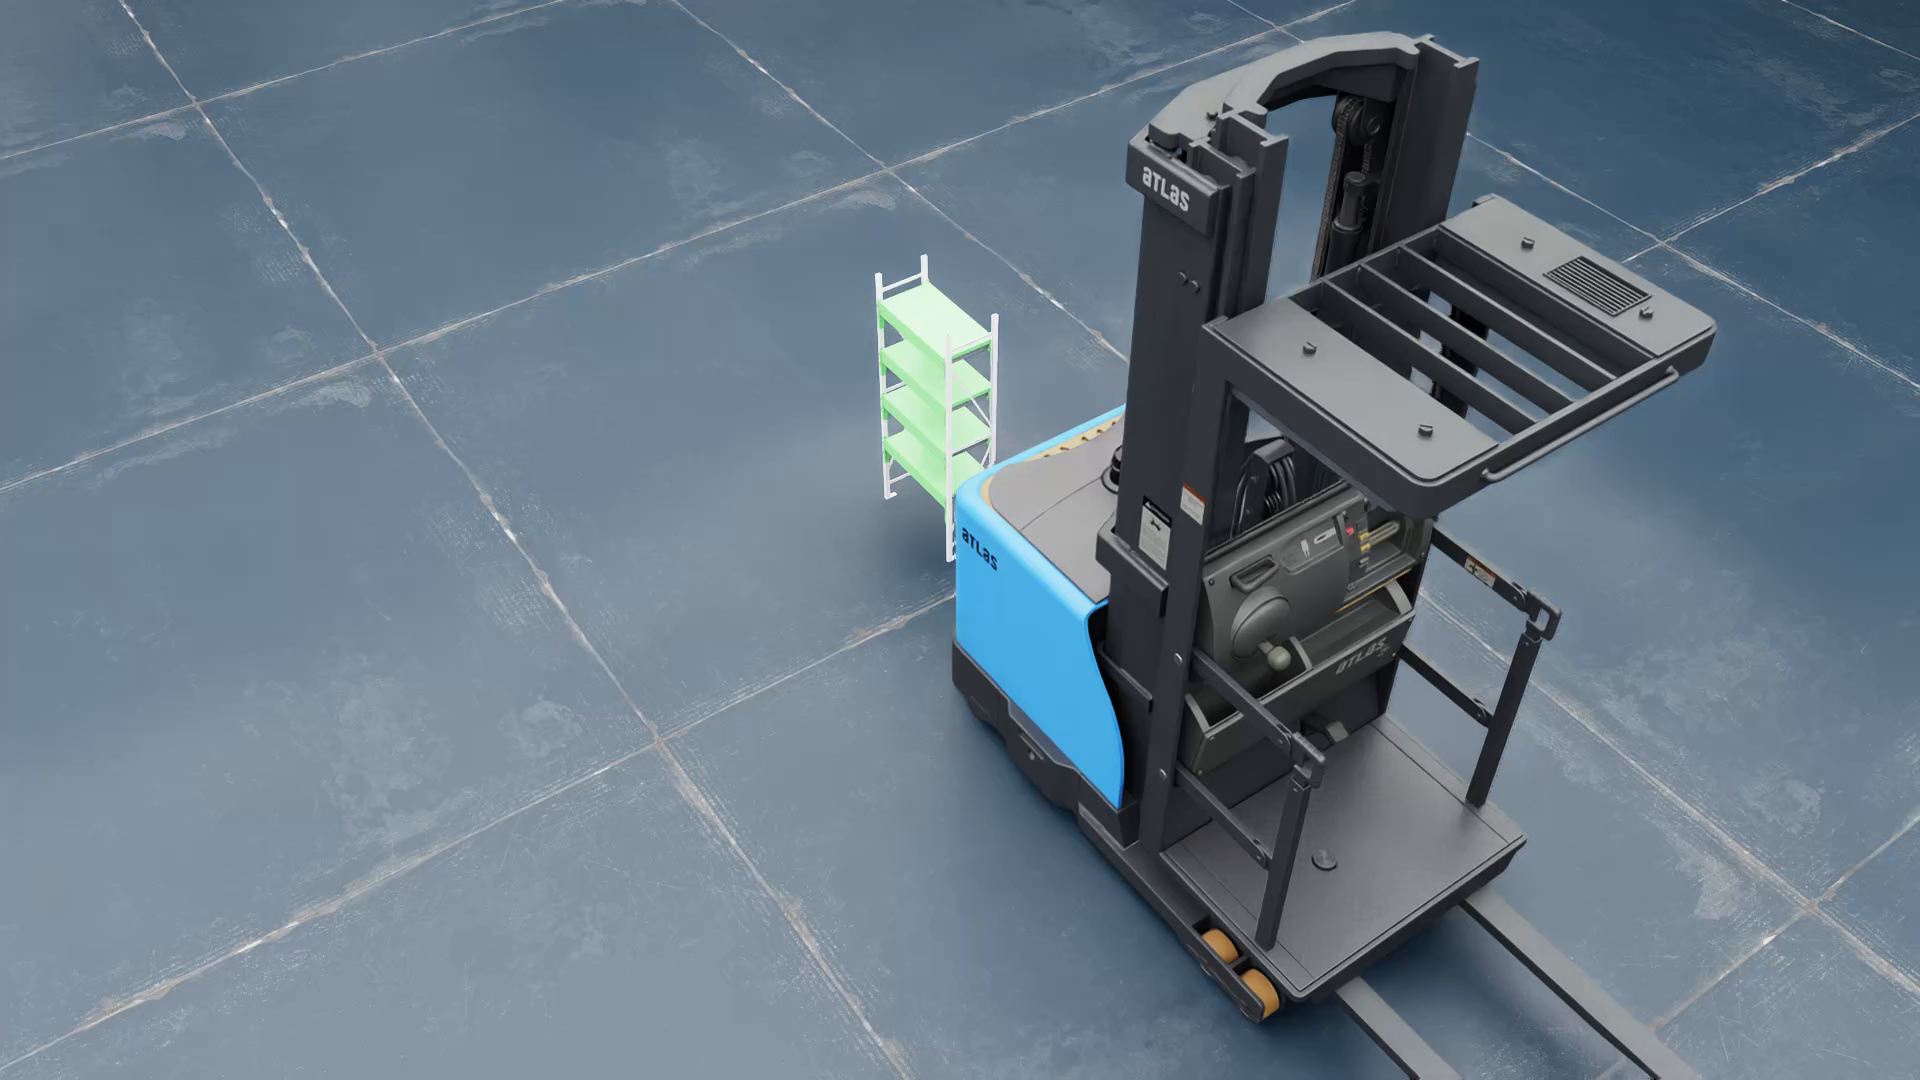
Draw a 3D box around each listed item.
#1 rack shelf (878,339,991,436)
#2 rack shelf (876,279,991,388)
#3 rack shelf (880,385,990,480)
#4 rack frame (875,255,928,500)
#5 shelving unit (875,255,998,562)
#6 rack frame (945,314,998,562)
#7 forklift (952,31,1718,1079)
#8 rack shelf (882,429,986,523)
[{"bbox_3d":[-0.095,-0.655,6.803,0.258,0.148,0.480,-26,49,-24],"label":"rack shelf"},{"bbox_3d":[-0.095,-0.829,6.638,0.258,0.148,0.480,-26,49,-24],"label":"rack shelf"},{"bbox_3d":[-0.095,-0.482,6.969,0.258,0.148,0.480,-26,49,-24],"label":"rack shelf"},{"bbox_3d":[-0.234,-0.666,7.070,0.240,1.200,0.015,-26,49,-24],"label":"rack frame"},{"bbox_3d":[-0.095,-0.528,6.925,0.258,1.200,0.503,-26,49,-24],"label":"shelving unit"},{"bbox_3d":[0.045,-0.390,6.780,0.240,1.200,0.015,-26,49,-24],"label":"rack frame"},{"bbox_3d":[1.229,0.156,4.955,1.130,2.935,3.031,-26,49,-25],"label":"forklift"},{"bbox_3d":[-0.095,-0.308,7.135,0.258,0.148,0.480,-26,49,-24],"label":"rack shelf"}]
